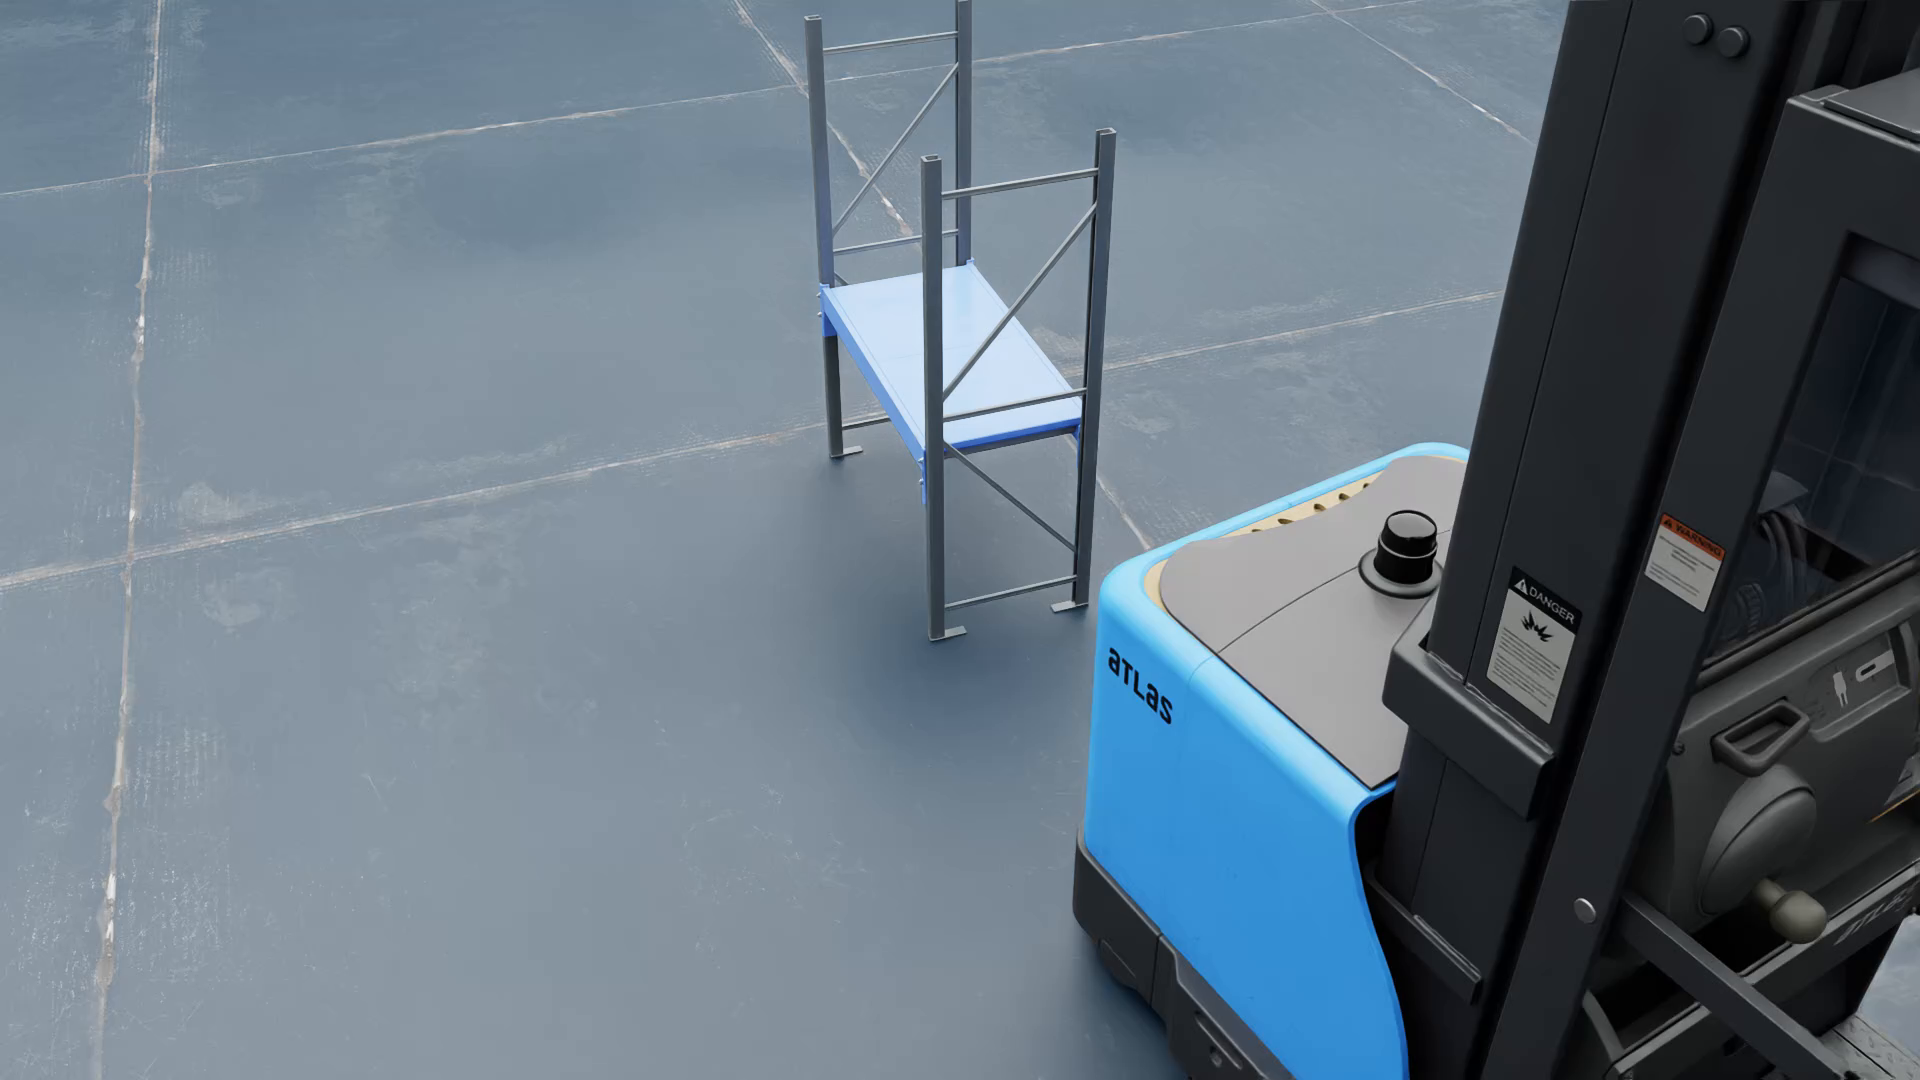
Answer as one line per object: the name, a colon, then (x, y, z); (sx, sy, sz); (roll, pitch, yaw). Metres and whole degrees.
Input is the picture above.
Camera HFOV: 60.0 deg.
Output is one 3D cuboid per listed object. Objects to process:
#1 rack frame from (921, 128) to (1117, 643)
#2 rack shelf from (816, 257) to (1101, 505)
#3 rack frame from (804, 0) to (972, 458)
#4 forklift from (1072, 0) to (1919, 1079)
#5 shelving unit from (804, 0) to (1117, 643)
rack frame: (0.146, -0.360, 4.481); (0.500, 1.500, 0.032); (-12, 39, -16)
rack shelf: (-0.029, -0.504, 4.971); (0.538, 0.185, 1.000); (-12, 39, -16)
rack frame: (-0.204, -0.934, 5.244); (0.500, 1.500, 0.032); (-12, 39, -16)
forklift: (1.477, 0.346, 2.354); (1.130, 2.935, 3.031); (-21, 42, -25)
shelving unit: (-0.029, -0.647, 4.863); (0.538, 1.500, 1.048); (-12, 39, -16)
